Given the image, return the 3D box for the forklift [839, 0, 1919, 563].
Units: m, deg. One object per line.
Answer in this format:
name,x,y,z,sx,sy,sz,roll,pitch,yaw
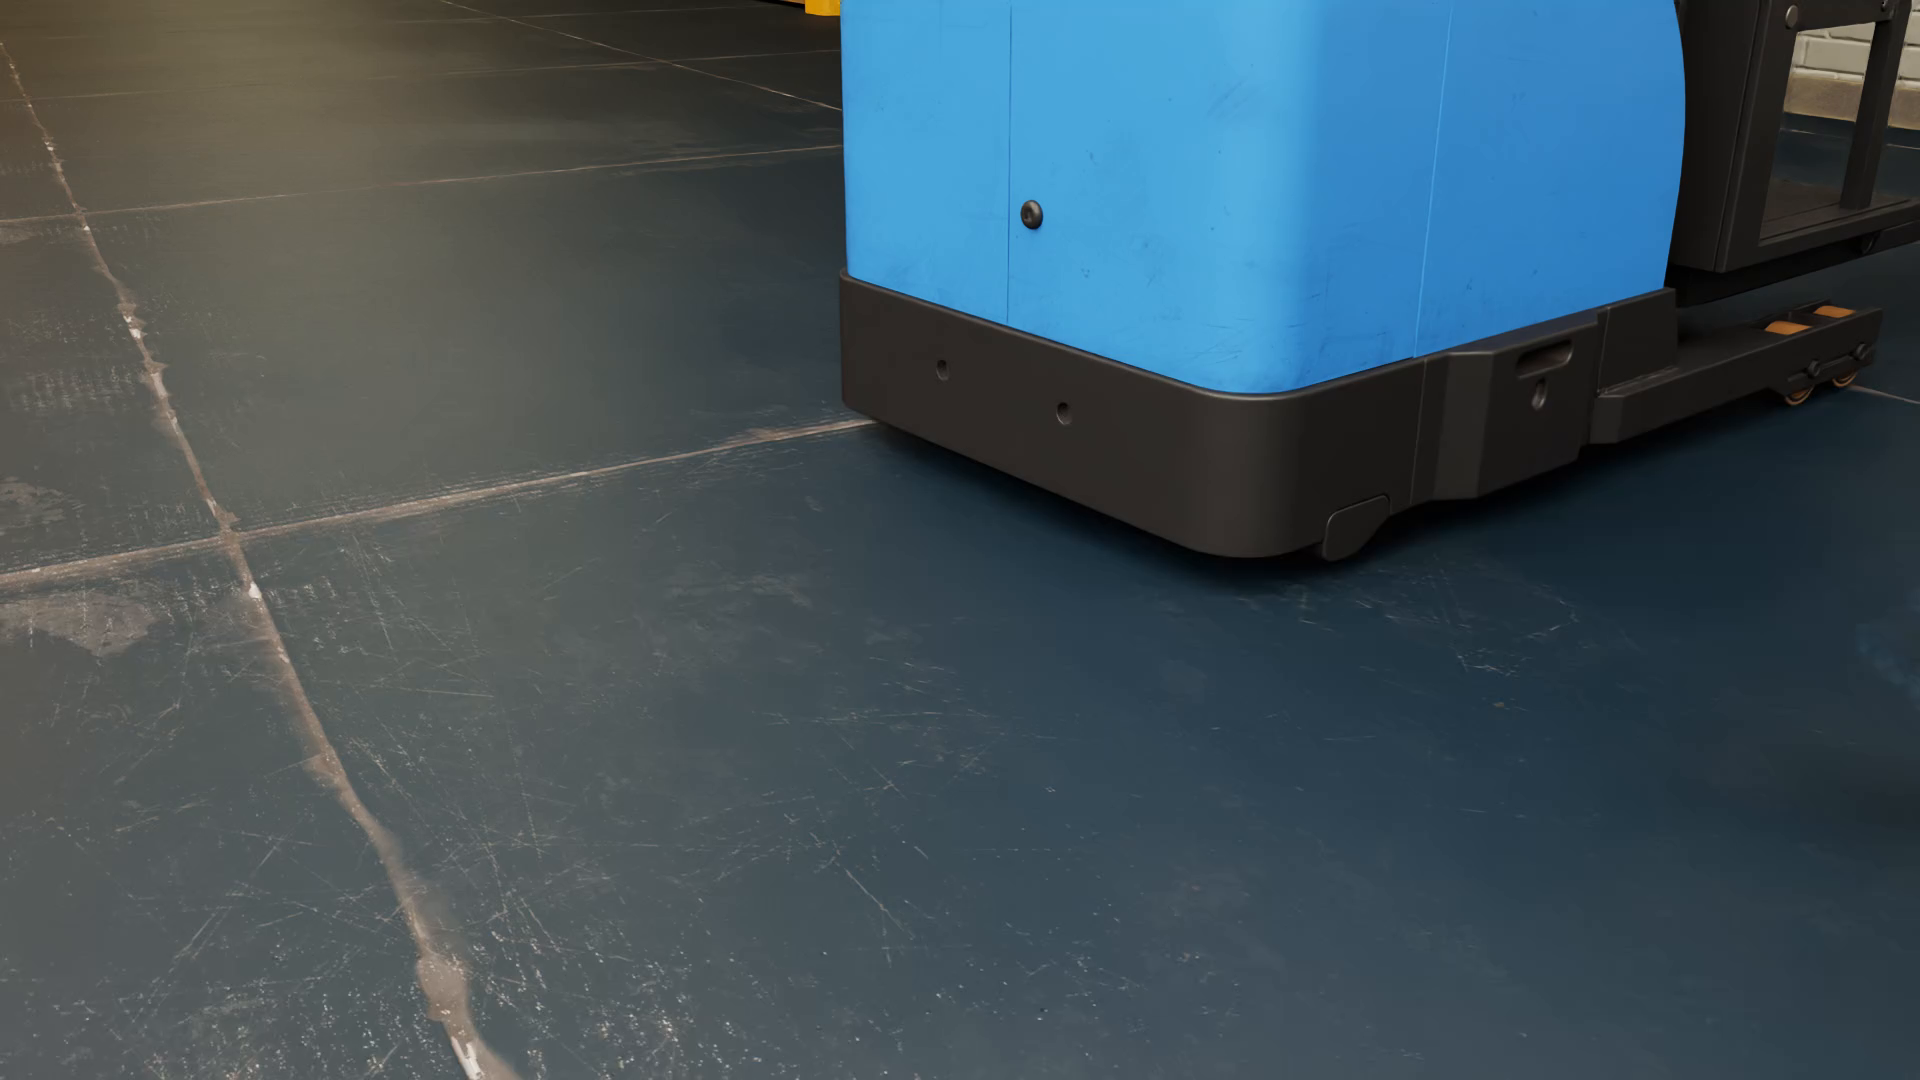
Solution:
forklift,1.249,-1.760,3.064,3.031,2.935,1.130,-17,28,-35
